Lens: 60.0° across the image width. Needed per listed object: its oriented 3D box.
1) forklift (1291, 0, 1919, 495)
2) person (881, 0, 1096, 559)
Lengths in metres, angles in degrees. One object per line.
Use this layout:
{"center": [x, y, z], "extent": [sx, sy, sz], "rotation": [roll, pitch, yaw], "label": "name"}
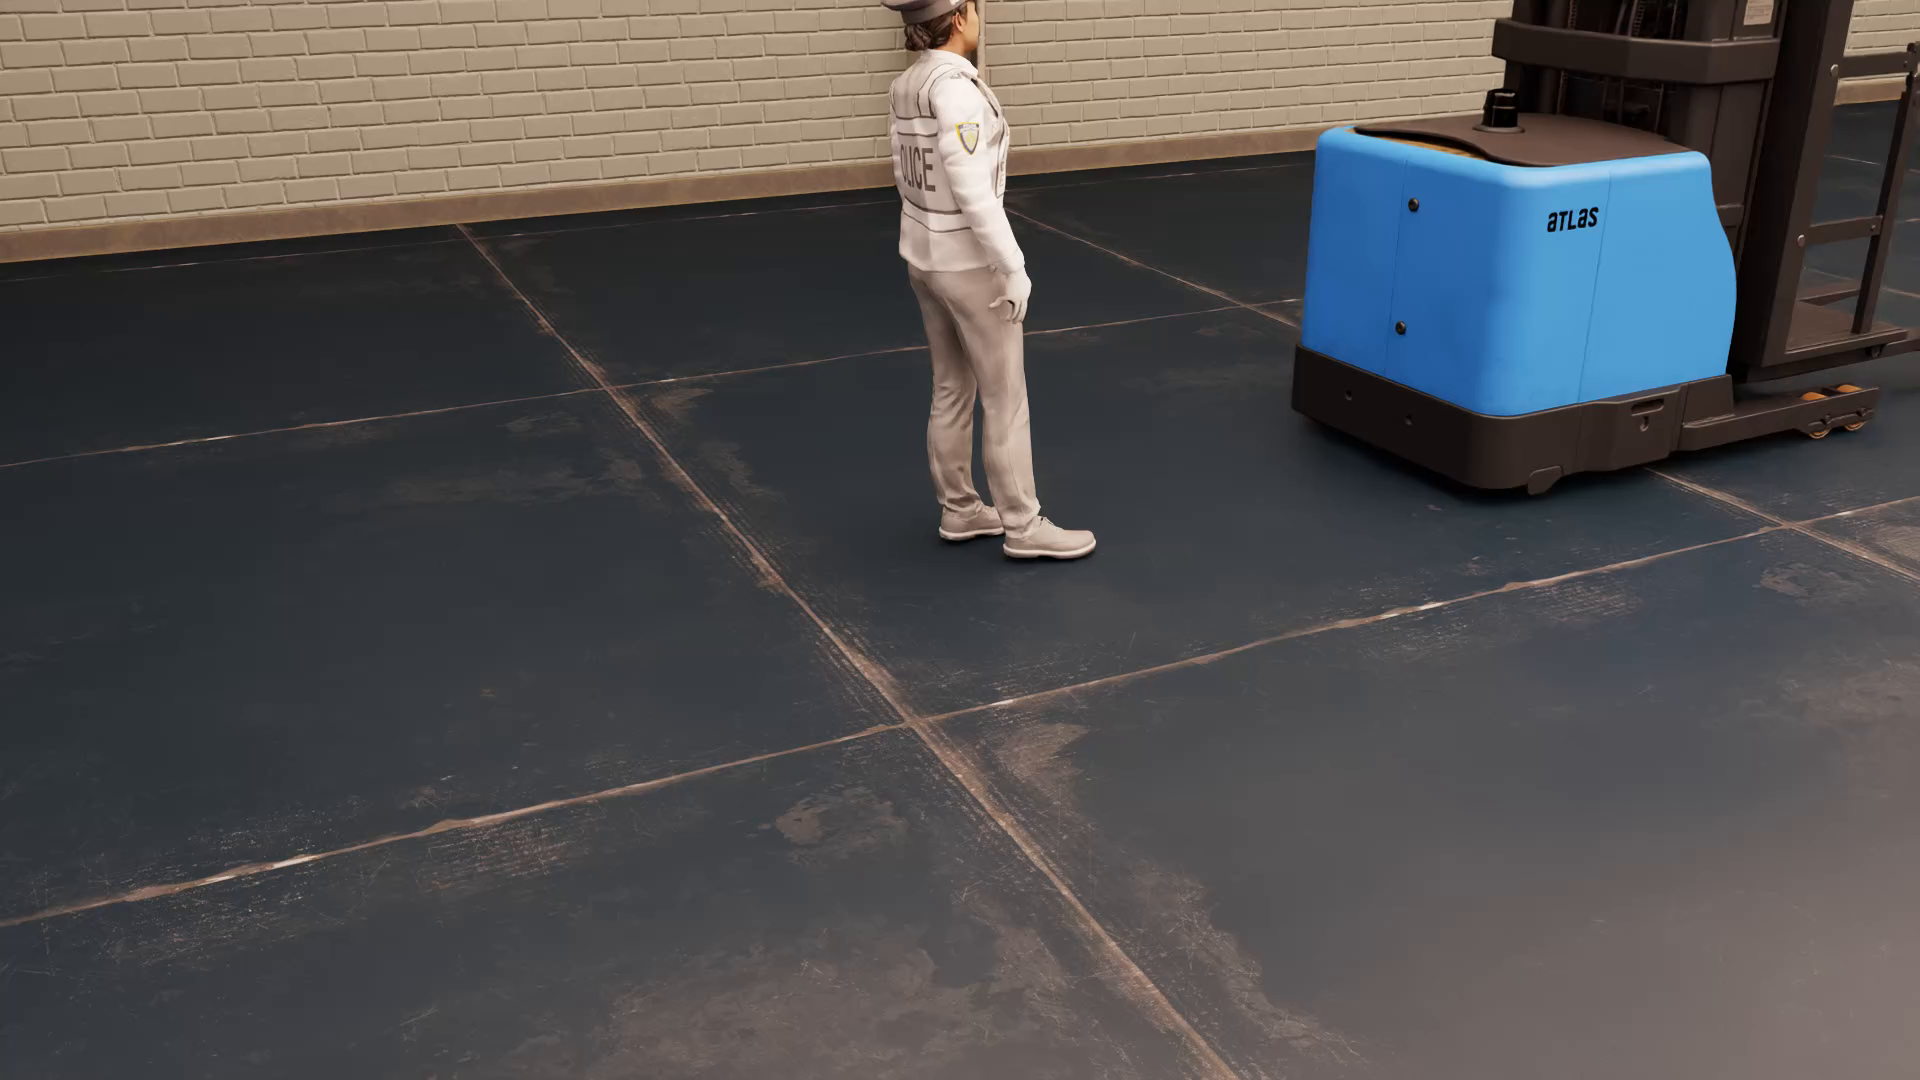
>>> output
{"center": [2.760, -1.883, 5.819], "extent": [3.031, 2.935, 1.130], "rotation": [-11, 25, -26], "label": "forklift"}
{"center": [0.065, -0.798, 4.800], "extent": [0.531, 1.695, 0.587], "rotation": [-10, 25, -23], "label": "person"}
